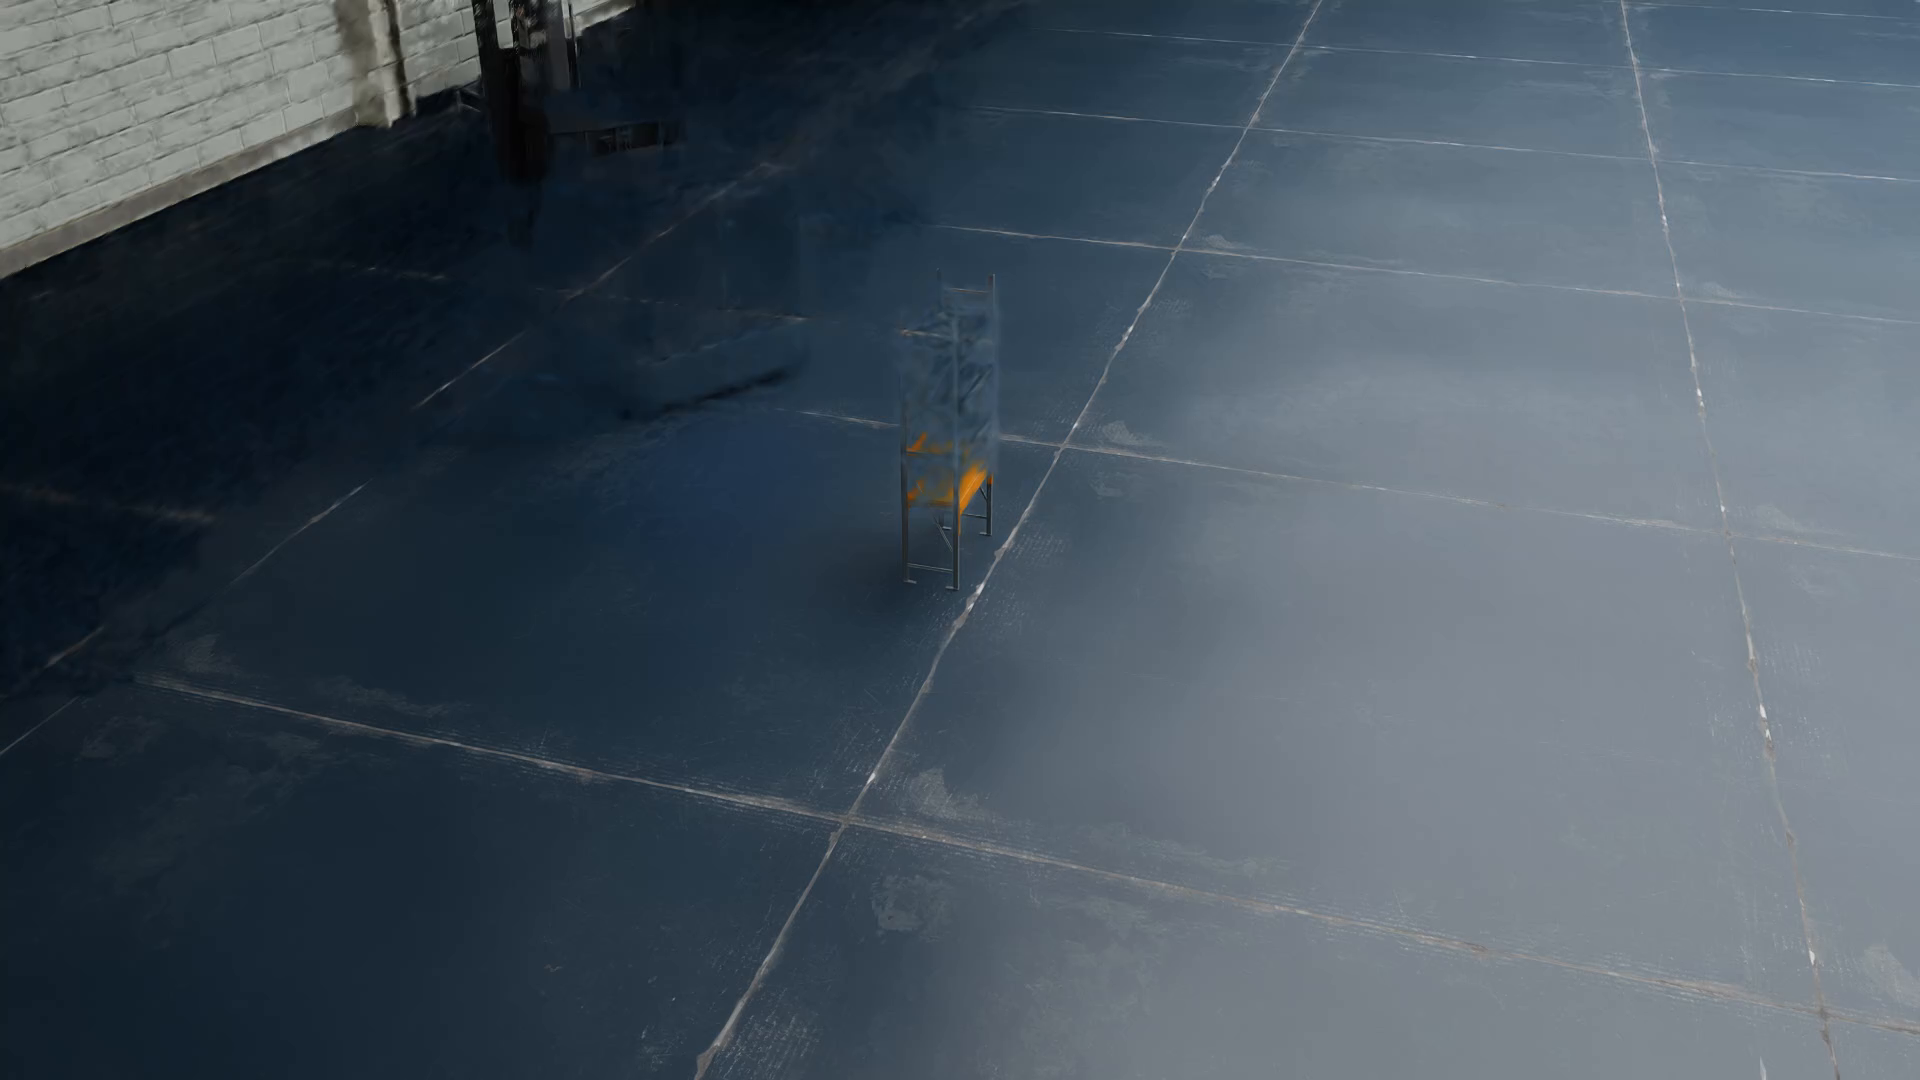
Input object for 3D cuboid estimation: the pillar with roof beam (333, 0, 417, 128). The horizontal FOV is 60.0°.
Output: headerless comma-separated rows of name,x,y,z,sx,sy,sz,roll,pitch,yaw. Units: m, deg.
pillar with roof beam,4.089,-8.426,13.140,9.100,9.000,0.400,8,30,15
